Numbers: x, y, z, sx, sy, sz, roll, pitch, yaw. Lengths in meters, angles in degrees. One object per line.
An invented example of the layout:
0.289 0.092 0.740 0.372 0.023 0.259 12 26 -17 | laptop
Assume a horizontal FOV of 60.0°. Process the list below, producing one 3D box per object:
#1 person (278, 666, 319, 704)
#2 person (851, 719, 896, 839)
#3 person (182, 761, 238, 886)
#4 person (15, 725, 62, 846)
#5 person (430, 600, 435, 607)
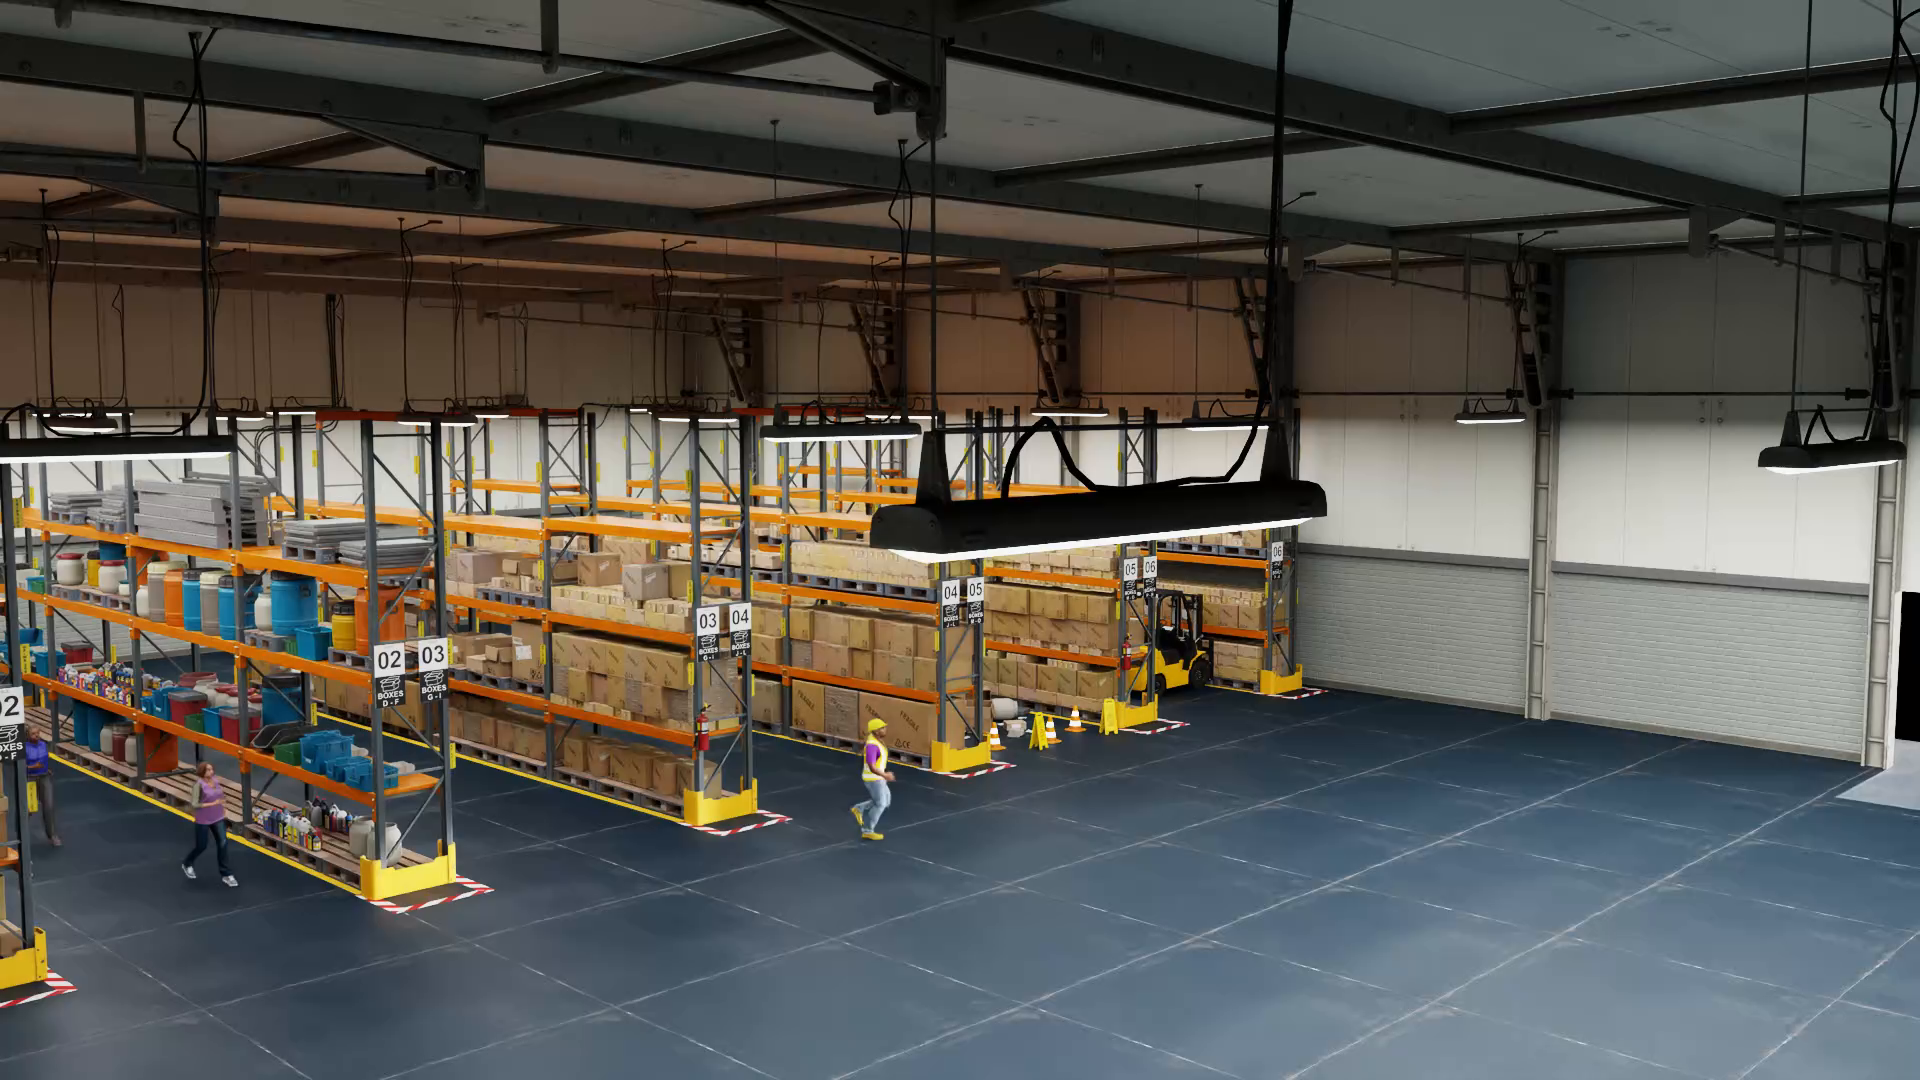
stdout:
-12.011 2.775 30.348 0.752 1.802 0.667 5 7 44 | person
-1.227 3.385 23.660 0.661 1.721 0.716 0 5 1 | person
-9.647 3.621 21.346 0.887 1.592 0.535 3 6 28 | person
-12.923 3.412 23.257 0.909 1.657 0.575 3 6 34 | person
-11.756 2.166 37.005 0.716 1.781 0.874 -3 6 -32 | person
